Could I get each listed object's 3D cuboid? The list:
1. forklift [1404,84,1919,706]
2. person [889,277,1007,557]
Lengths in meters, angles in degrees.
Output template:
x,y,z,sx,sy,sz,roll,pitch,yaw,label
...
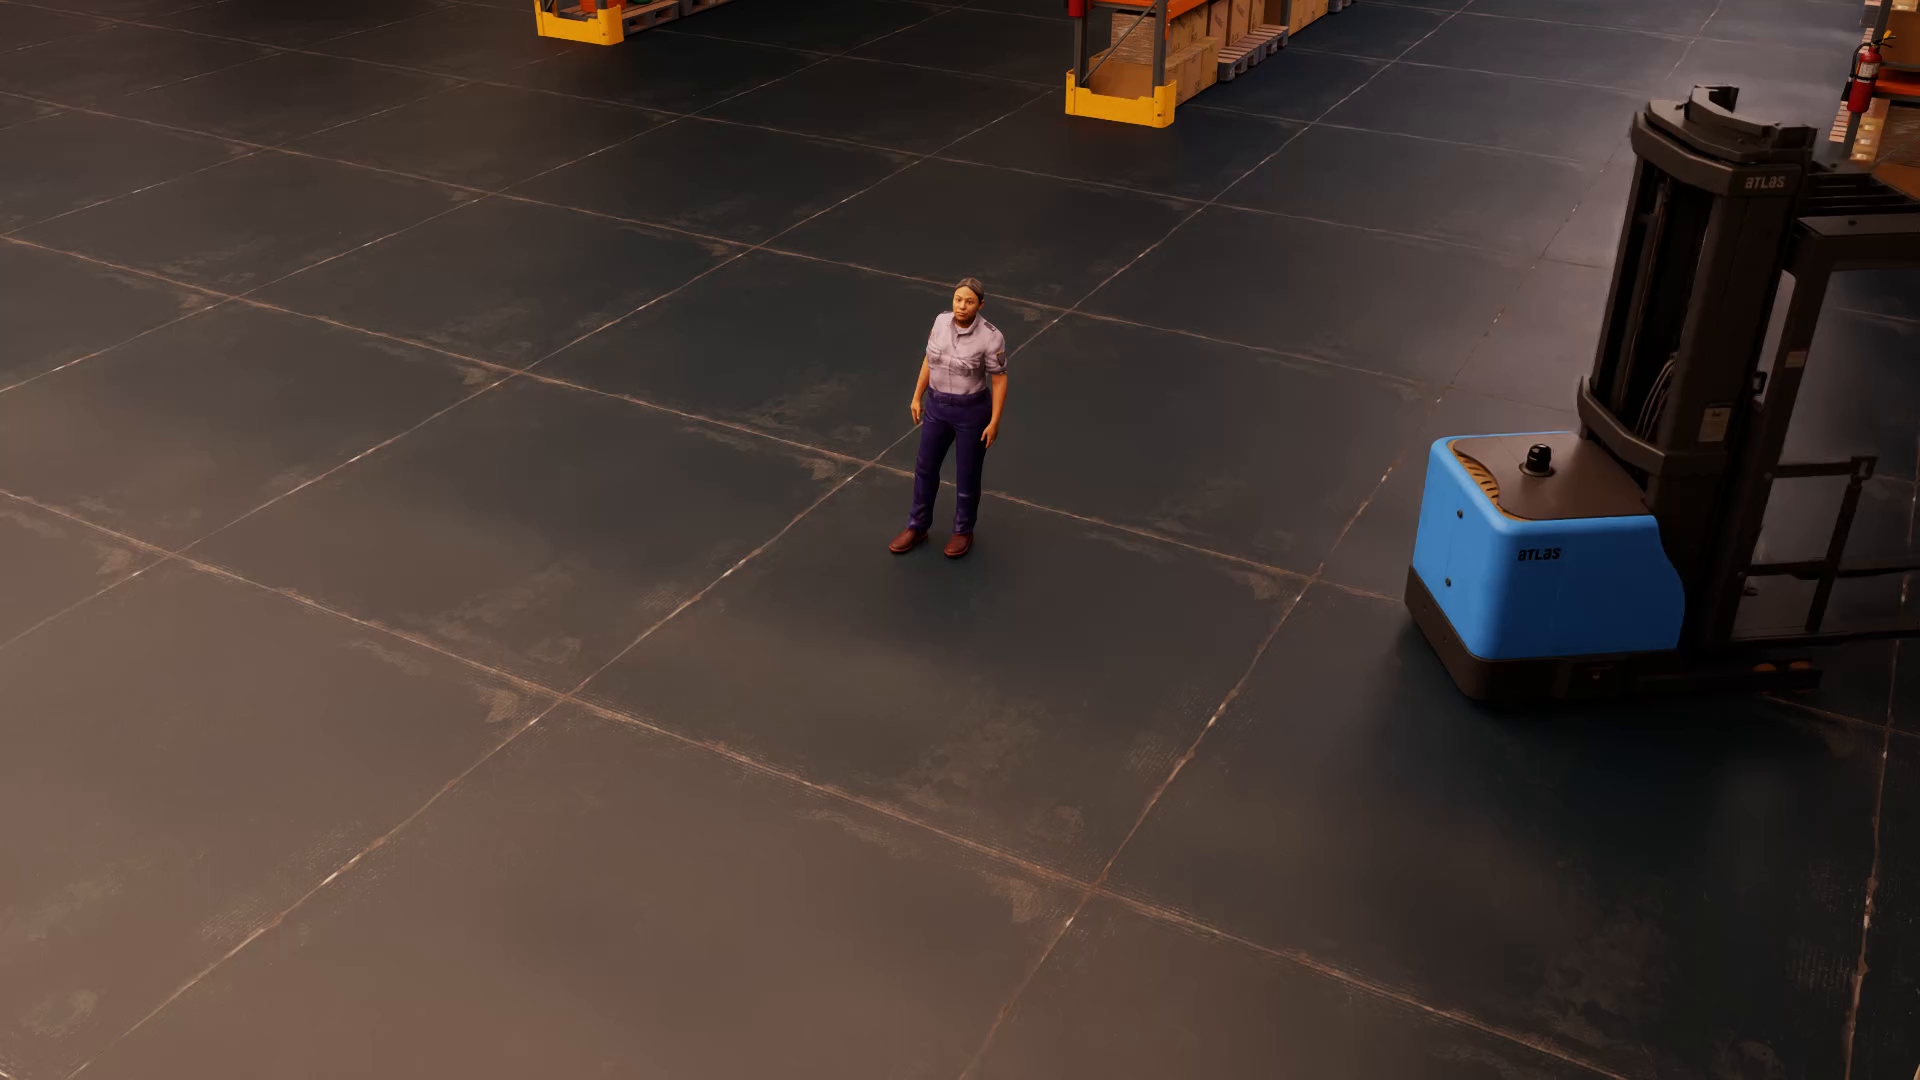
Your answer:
x,y,z,sx,sy,sz,roll,pitch,yaw,label
4.026,-0.726,8.328,3.031,2.935,1.130,-3,30,-5,forklift
-0.064,-0.686,9.529,0.598,1.651,0.502,15,33,25,person
